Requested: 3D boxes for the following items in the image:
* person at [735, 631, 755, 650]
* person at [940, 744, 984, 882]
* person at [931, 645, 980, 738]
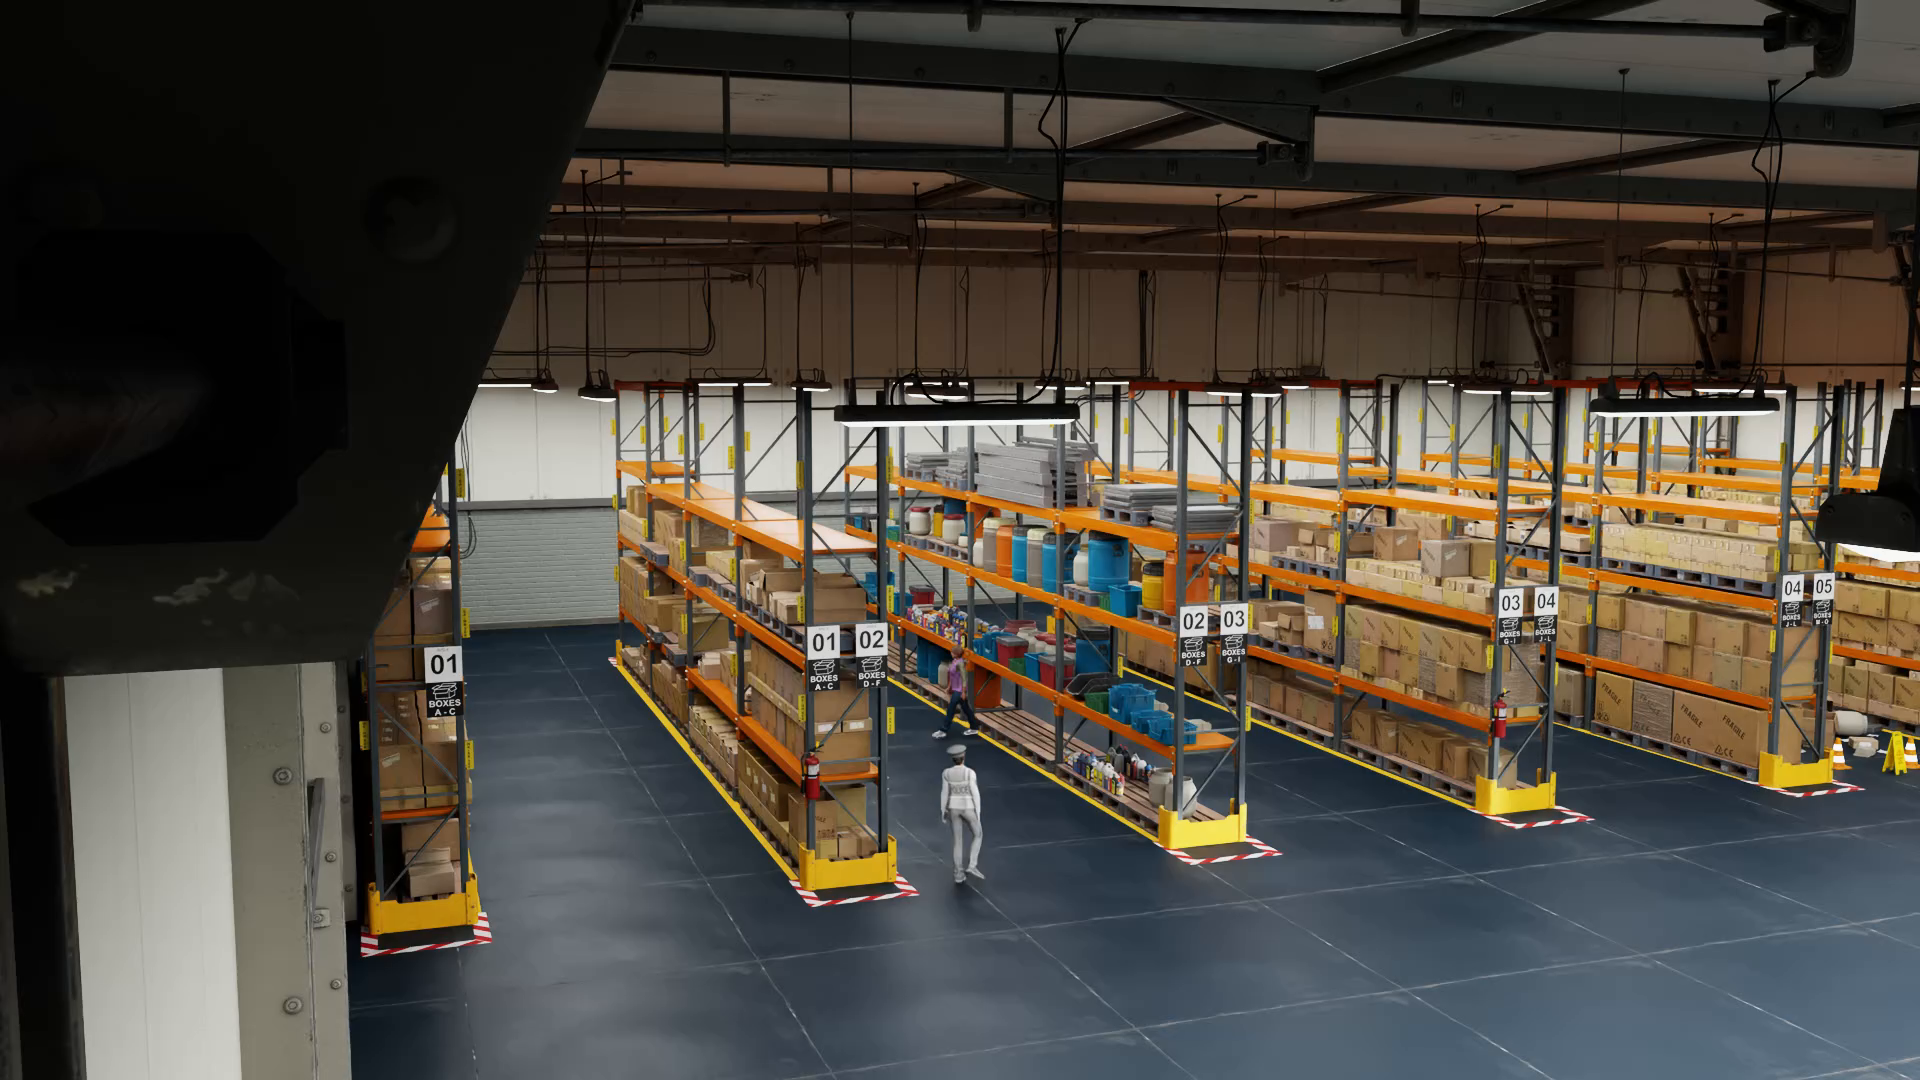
[{"bbox_3d":[-4.466,1.863,34.438,0.555,1.640,0.750,5,8,37],"label":"person"},{"bbox_3d":[0.018,3.345,20.373,0.578,1.650,0.464,2,6,16],"label":"person"},{"bbox_3d":[-0.084,2.556,28.232,0.851,1.558,0.445,-1,6,-5],"label":"person"}]
